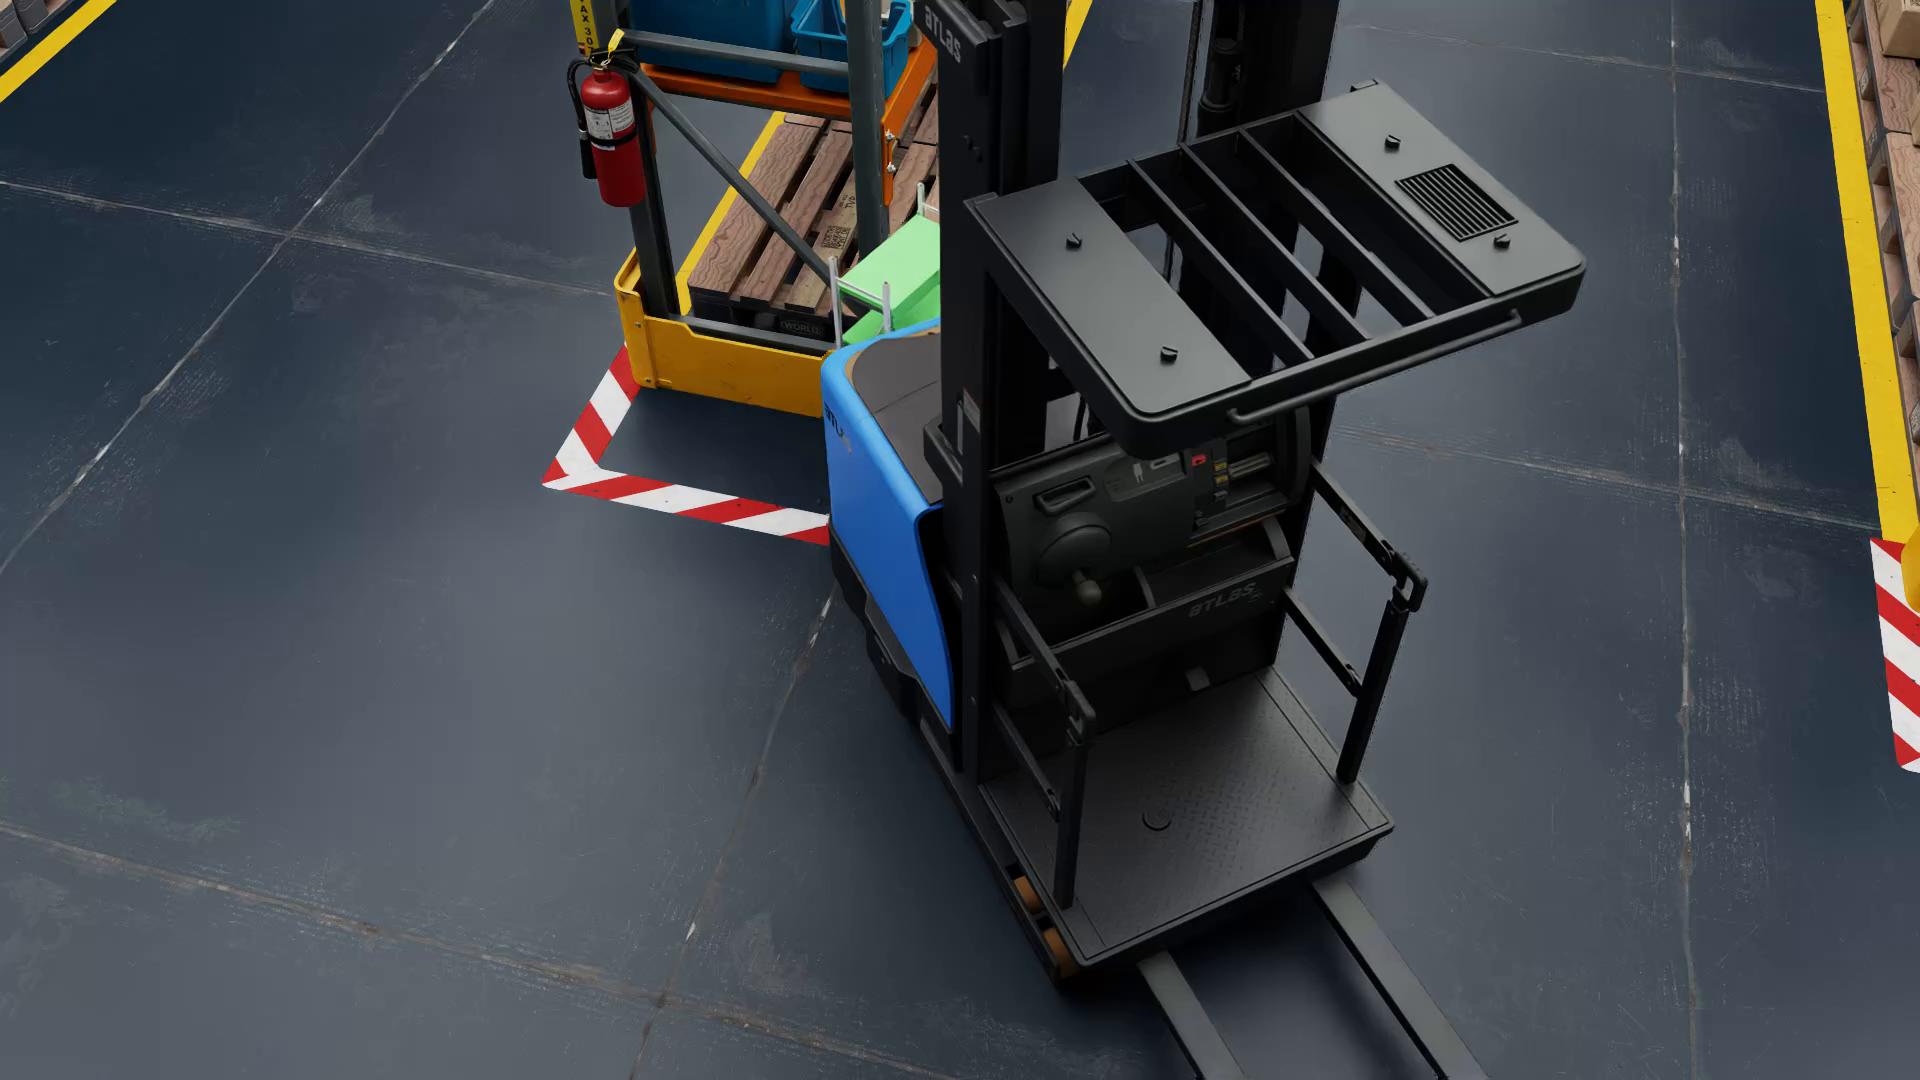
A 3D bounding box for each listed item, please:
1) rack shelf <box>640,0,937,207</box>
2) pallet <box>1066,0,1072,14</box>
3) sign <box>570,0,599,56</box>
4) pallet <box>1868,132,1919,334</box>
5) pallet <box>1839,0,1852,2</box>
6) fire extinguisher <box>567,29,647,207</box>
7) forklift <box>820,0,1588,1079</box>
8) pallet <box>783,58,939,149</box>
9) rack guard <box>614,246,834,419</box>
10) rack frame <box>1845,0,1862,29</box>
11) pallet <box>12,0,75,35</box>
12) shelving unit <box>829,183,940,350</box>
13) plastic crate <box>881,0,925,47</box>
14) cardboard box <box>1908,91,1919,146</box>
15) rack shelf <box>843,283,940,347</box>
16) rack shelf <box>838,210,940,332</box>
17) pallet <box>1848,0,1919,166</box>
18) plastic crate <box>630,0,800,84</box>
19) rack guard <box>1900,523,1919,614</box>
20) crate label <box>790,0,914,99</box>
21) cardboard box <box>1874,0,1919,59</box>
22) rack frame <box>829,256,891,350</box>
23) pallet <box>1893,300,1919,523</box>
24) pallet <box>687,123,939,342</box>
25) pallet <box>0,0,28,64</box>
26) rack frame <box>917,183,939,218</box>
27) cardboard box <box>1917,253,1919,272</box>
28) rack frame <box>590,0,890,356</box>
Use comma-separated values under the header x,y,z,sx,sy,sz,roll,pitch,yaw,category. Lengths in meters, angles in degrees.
x,y,z,sx,sy,sz,roll,pitch,yaw,category
-0.232,-2.872,7.264,1.077,0.370,4.000,12,50,10,rack shelf
0.139,-3.095,8.841,1.003,0.211,1.213,12,50,10,pallet
-1.293,-1.815,5.742,0.100,0.325,0.005,12,50,10,sign
4.572,-1.272,7.232,1.003,0.211,1.213,12,50,10,pallet
5.250,-3.250,8.978,1.003,0.211,1.213,12,50,10,pallet
-1.236,-1.495,5.869,0.296,0.674,0.183,12,50,10,fire extinguisher
0.627,-0.020,4.312,1.130,2.935,3.031,-20,52,-17,forklift
-0.180,-2.210,8.059,1.003,0.211,1.213,12,50,10,pallet
-0.752,-0.817,6.637,1.175,0.500,0.348,12,50,10,rack guard
5.073,-3.577,7.406,1.000,3.000,0.127,12,50,10,rack frame
-5.078,-3.192,8.926,1.003,0.211,1.213,12,50,10,pallet
-0.182,-0.628,6.002,0.258,1.200,0.503,28,54,23,shelving unit
-0.211,-1.926,6.085,0.250,0.136,0.298,12,50,10,plastic crate
4.535,-1.896,7.519,0.380,0.166,0.250,12,50,10,cardboard box
-0.183,-0.746,5.870,0.258,0.148,0.480,28,54,23,rack shelf
-0.186,-0.905,5.691,0.258,0.148,0.480,28,54,23,rack shelf
4.891,-2.157,8.014,1.003,0.211,1.213,12,50,10,pallet
-0.850,-1.974,5.928,0.616,0.435,0.499,12,50,10,plastic crate
4.040,0.089,5.838,1.175,0.500,0.348,12,50,10,rack guard
-0.375,-1.742,5.858,0.416,0.233,0.303,12,50,10,crate label
4.753,-2.572,8.019,0.500,0.311,0.500,12,50,10,cardboard box
-0.324,-0.479,5.871,0.240,1.200,0.015,28,54,23,rack frame
4.249,-0.393,6.456,1.003,0.211,1.213,12,50,10,pallet
-0.503,-1.330,7.283,1.003,0.211,1.213,12,50,10,pallet
-5.401,-2.312,8.150,1.003,0.211,1.213,12,50,10,pallet
-0.039,-0.777,6.133,0.240,1.200,0.015,28,54,23,rack frame
4.204,-1.042,6.710,0.500,0.250,0.500,12,50,10,cardboard box
-0.758,-1.664,5.718,1.000,3.000,0.127,12,50,10,rack frame
